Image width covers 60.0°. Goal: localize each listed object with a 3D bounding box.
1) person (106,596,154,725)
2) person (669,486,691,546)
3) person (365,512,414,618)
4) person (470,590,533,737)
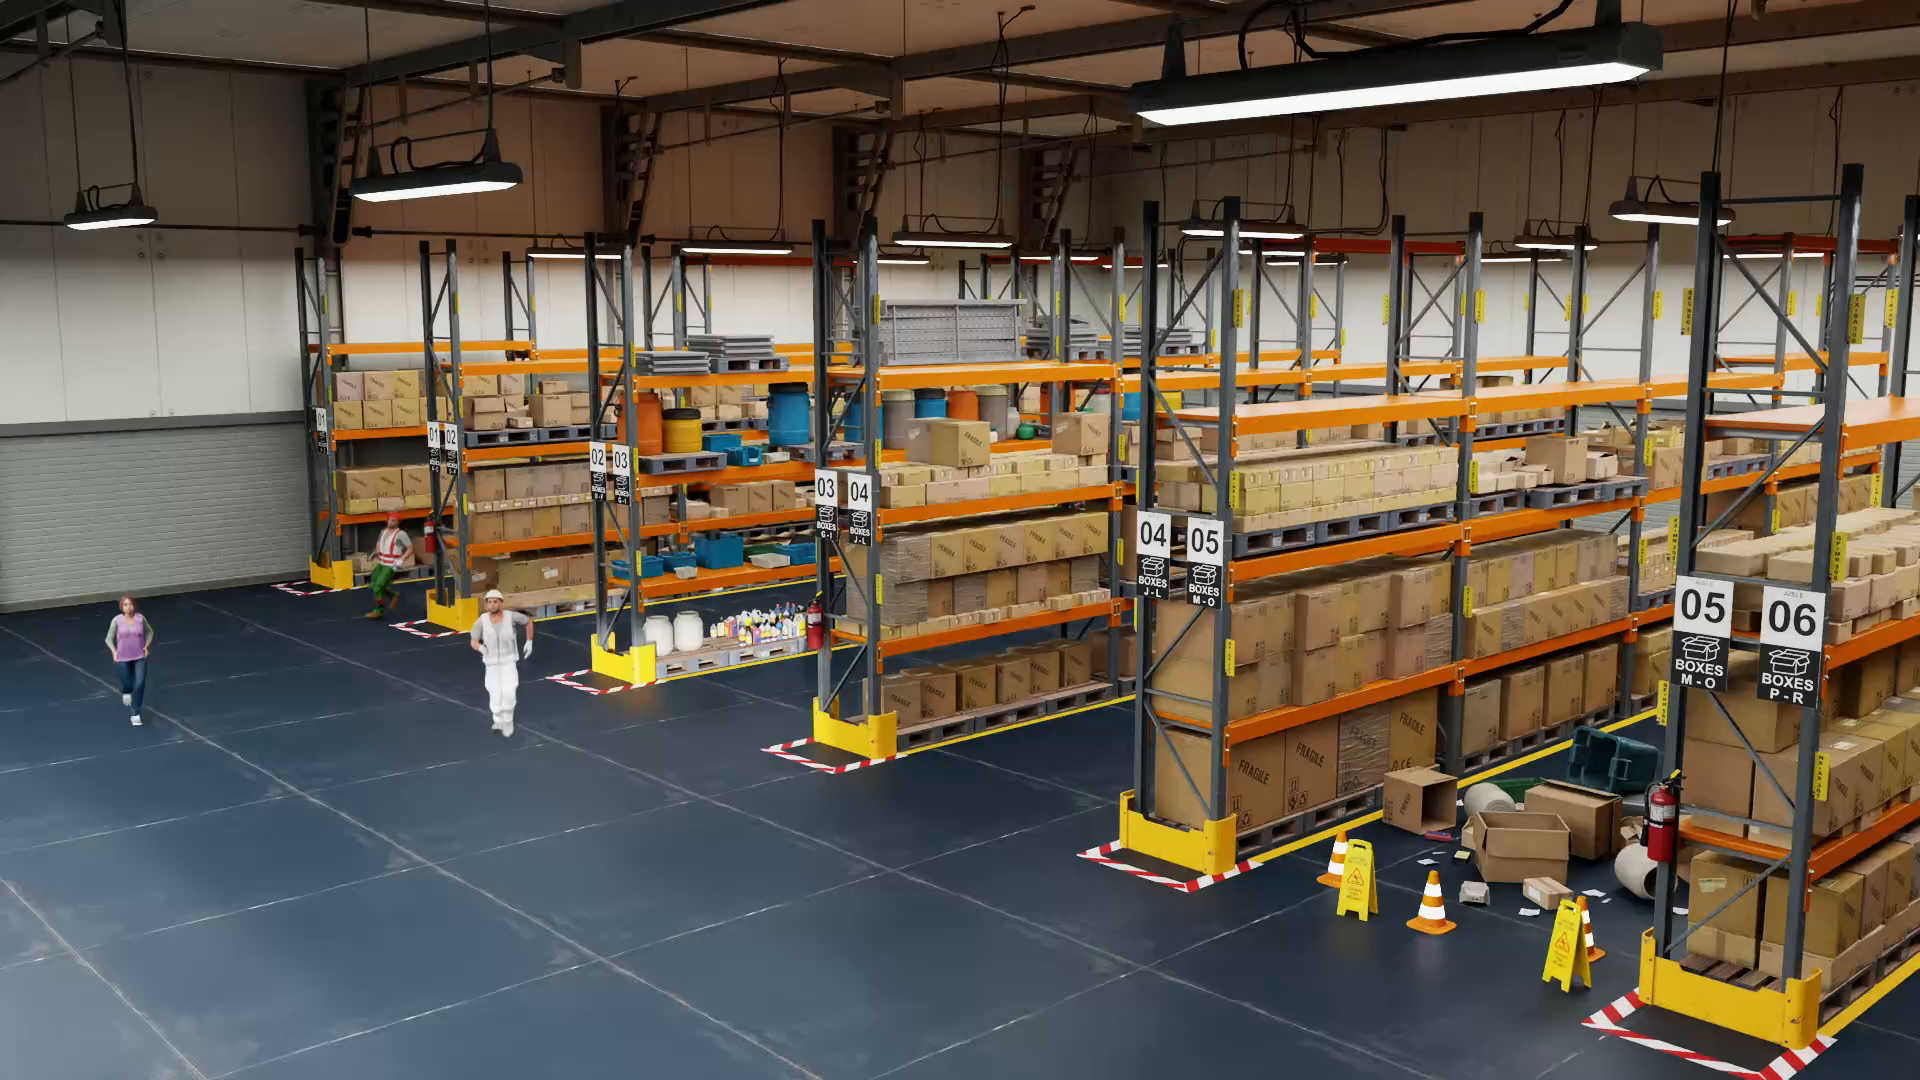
[{"bbox_3d":[-10.095,1.445,20.269,0.536,1.564,0.618,-5,10,-32],"label":"person"},{"bbox_3d":[-5.209,-0.236,31.077,0.564,1.655,0.969,8,12,44],"label":"person"},{"bbox_3d":[-9.218,0.398,26.777,0.715,1.708,0.671,6,10,34],"label":"person"},{"bbox_3d":[-5.353,1.439,19.426,0.674,1.750,0.853,-1,8,-7],"label":"person"}]
